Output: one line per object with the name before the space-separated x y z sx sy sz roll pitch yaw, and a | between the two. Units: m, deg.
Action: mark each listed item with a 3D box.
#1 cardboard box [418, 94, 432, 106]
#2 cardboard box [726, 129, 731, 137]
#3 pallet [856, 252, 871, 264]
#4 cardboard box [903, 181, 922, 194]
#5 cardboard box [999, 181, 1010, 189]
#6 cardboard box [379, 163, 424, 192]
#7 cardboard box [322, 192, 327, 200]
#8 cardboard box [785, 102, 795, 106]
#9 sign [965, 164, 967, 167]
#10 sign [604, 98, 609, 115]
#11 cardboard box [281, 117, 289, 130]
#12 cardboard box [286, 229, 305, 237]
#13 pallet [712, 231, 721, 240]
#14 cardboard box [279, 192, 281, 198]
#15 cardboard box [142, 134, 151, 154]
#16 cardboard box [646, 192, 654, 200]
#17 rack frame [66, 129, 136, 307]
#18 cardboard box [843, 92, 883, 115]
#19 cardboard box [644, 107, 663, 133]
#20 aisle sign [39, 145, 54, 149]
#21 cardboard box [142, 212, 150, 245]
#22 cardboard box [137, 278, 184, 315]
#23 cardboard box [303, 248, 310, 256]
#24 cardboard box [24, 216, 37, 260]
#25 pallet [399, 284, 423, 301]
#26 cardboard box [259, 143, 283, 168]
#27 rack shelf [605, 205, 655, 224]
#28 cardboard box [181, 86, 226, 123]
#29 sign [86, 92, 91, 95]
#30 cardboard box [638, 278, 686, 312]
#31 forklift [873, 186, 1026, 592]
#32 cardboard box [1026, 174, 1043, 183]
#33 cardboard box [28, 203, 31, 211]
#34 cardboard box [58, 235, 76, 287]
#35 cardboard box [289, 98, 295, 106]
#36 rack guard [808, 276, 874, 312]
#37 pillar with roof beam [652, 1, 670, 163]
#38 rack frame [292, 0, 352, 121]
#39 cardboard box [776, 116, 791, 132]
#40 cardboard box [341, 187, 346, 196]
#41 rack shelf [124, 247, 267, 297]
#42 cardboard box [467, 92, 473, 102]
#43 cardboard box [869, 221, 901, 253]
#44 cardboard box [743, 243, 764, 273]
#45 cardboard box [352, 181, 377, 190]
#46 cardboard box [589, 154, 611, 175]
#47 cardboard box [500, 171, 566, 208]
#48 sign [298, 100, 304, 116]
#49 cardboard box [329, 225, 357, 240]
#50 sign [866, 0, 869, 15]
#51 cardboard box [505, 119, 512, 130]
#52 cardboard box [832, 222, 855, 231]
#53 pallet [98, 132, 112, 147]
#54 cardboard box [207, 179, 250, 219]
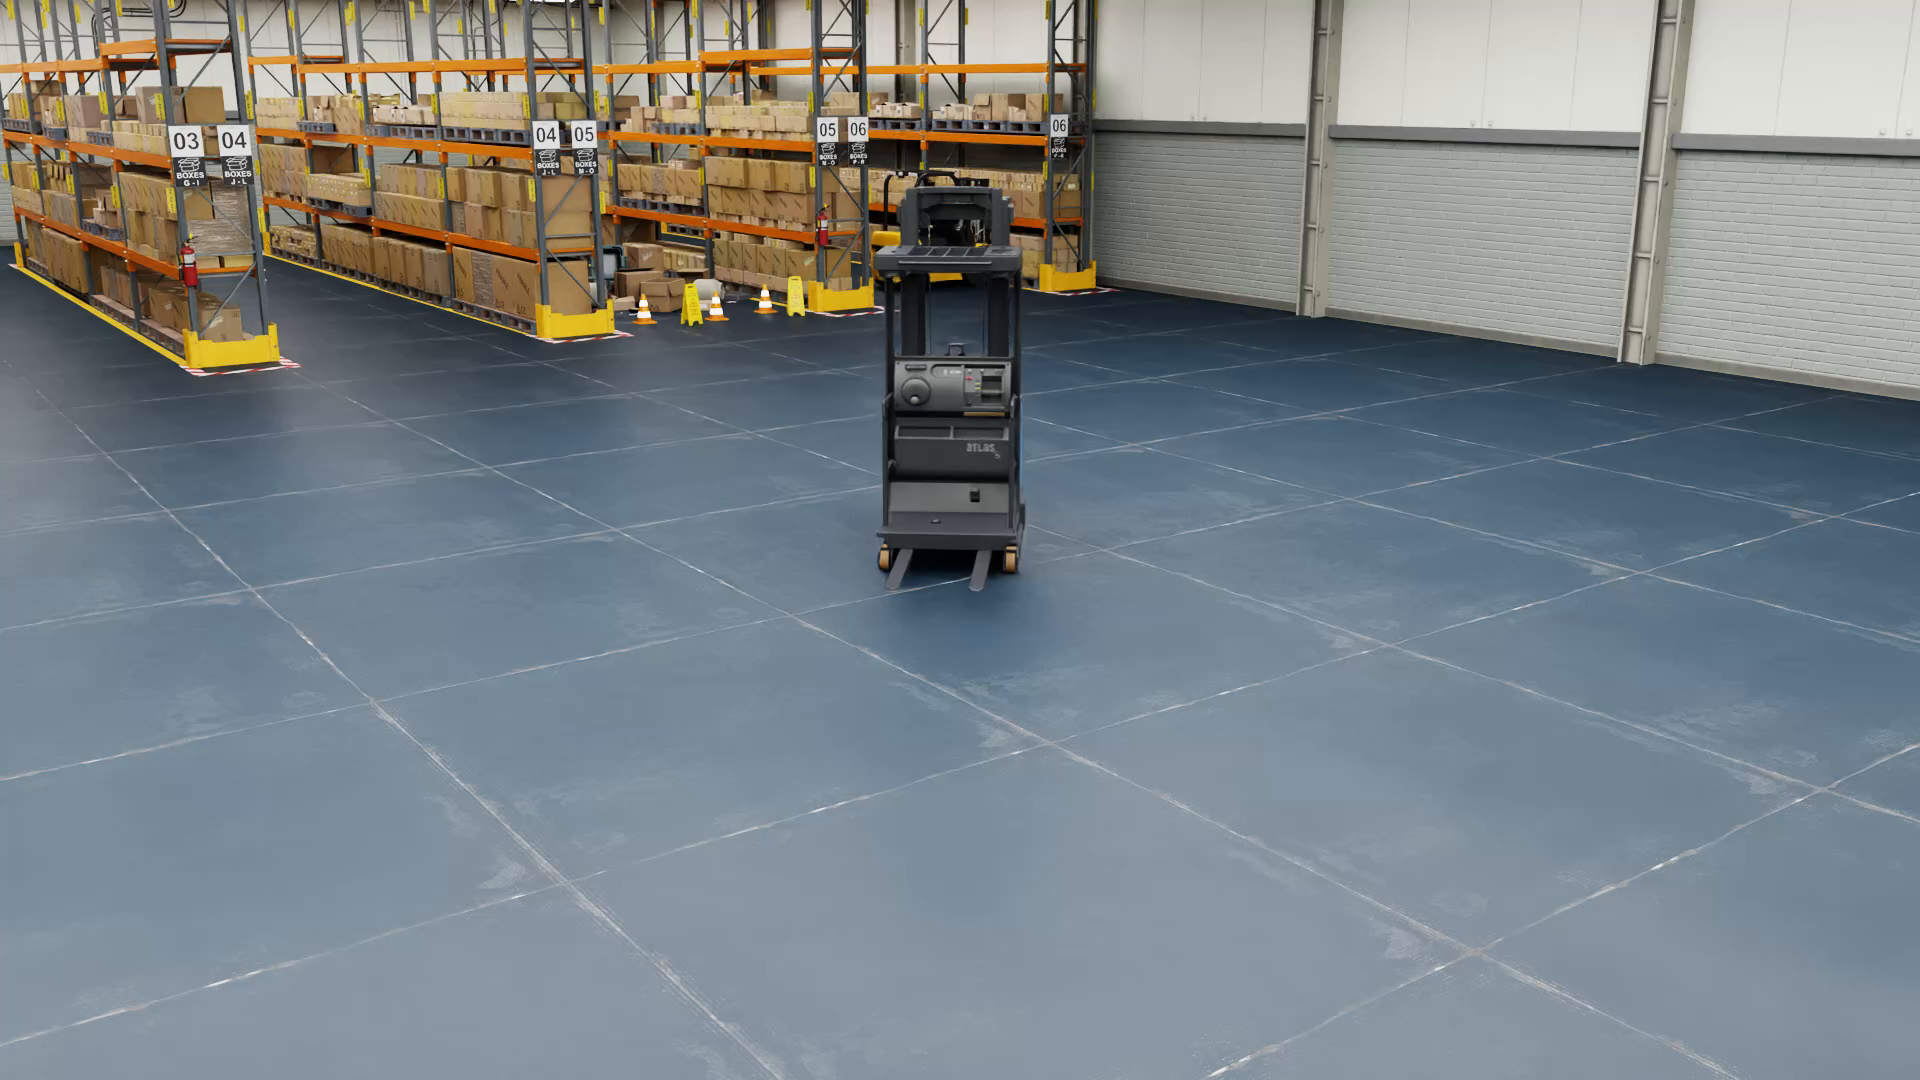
cardboard box | -9.396 -7.756 29.877 0.500 0.500 0.500 -11 19 -35
cardboard box | -4.020 -7.395 30.205 0.380 0.149 0.250 -11 19 -34
pallet | -1.522 -6.112 36.008 1.003 0.211 1.213 -11 19 -35
cardboard box | -0.831 -7.279 34.327 0.500 0.250 0.500 -11 19 -36
cardboard box | 0.977 -6.802 31.828 0.380 0.149 0.250 -12 19 -36
cardboard box | -10.389 -6.771 31.051 0.700 0.500 0.500 -11 19 -35
cardboard box | -12.529 -6.898 33.277 0.380 0.149 0.250 -12 19 -37
cardboard box | -3.742 -9.861 37.705 0.380 0.149 0.250 -11 19 -36
sign | 0.112 -7.587 34.326 0.100 0.325 0.005 -11 19 -35
sign | -7.154 -8.778 33.655 0.100 0.325 0.005 -11 19 -35
cardboard box | -14.087 -8.847 35.318 0.500 0.250 0.500 -11 19 -35
cardboard box | -14.526 -6.718 36.419 0.380 0.149 0.250 -11 19 -34
pallet | -5.443 -7.555 41.281 1.003 0.211 1.213 -11 19 -35
cardboard box | -14.862 -7.658 36.848 0.380 0.149 0.250 -10 18 -32
cardboard box | -11.092 -5.537 23.225 0.500 0.250 0.500 -10 18 -33
cardboard box | -6.047 -6.879 33.207 0.380 0.149 0.250 -10 18 -31
rack frame | -14.716 -5.590 28.818 1.000 3.000 0.127 -11 19 -35
cardboard box | -2.081 -9.360 35.738 0.700 0.500 0.500 -11 19 -36
cardboard box | -5.781 -8.303 32.854 0.797 0.503 0.637 -11 19 -35
aisle sign | -19.220 -8.614 34.942 0.394 0.787 0.004 -11 19 -35
cardboard box | -11.509 -4.618 24.515 0.875 0.500 0.500 -11 19 -35
cardboard box | -12.708 -3.877 26.460 0.700 0.500 0.500 -13 20 -39
cardboard box | -13.796 -6.166 35.526 0.380 0.149 0.250 -12 19 -36
cardboard box | -18.979 -6.352 34.830 0.875 0.875 0.875 -11 19 -35
pallet | -9.529 -4.553 30.311 1.003 0.211 1.213 -11 19 -35
cardboard box | -15.300 -8.583 37.108 0.500 0.500 0.500 -11 19 -35
rack shelf | -7.876 -7.208 36.093 1.077 0.370 4.000 -11 19 -35
cardboard box | -10.667 -6.120 23.373 0.500 0.500 0.500 -11 19 -35
sign | -16.635 -8.378 31.748 0.100 0.325 0.005 -11 19 -35
cardboard box | -5.077 -4.198 28.461 0.637 0.503 0.797 4 16 13
forklift | -0.073 -1.240 13.056 1.130 2.935 3.031 1 15 4
cardboard box | 1.465 -6.787 31.211 0.380 0.149 0.250 -11 19 -34
cardboard box | -18.269 -6.612 33.026 0.380 0.149 0.250 -11 19 -35
cardboard box | -15.623 -5.110 30.293 1.225 0.875 0.875 -11 19 -34
cardboard box | -13.743 -9.125 34.634 0.380 0.149 0.250 -11 19 -35
rack guard | -2.041 -4.230 28.586 1.175 0.500 0.348 -11 19 -35
pillar with roof beam | -11.730 -12.549 42.879 9.100 9.000 0.400 -11 19 -35
rack frame | -12.997 -10.086 33.881 1.000 3.000 0.127 -11 19 -35
cardboard box | -2.799 -7.115 28.428 0.500 0.250 0.500 -11 19 -35
cardboard box | -11.766 -6.764 32.224 0.380 0.149 0.250 -11 19 -34
rack shelf | -11.189 -3.962 24.232 1.077 0.370 4.000 -11 19 -35
cardboard box | -7.605 -7.043 26.425 0.380 0.149 0.250 -11 19 -35
cardboard box | -1.545 -6.539 35.989 0.875 0.625 0.625 -12 19 -37
cardboard box | -3.592 -5.121 30.096 0.500 0.500 0.500 -10 18 -32
cardboard box | -11.304 -6.740 31.573 0.380 0.149 0.250 -12 19 -37
cardboard box | -7.524 -7.837 34.943 0.500 0.500 0.500 -10 18 -34
cardboard box | -6.745 -5.552 26.350 0.875 0.550 0.550 -11 19 -35
sign | -13.431 -8.803 33.895 0.100 0.325 0.005 -11 19 -35
cardboard box | -12.461 -6.239 33.708 0.500 0.250 0.500 -10 18 -33
sign | -1.558 -8.886 27.578 0.100 0.325 0.005 -11 19 -35
cardboard box | -6.710 -6.333 25.343 0.380 0.149 0.250 -11 19 -34
cardboard box | -2.029 -5.403 28.612 0.380 0.149 0.250 -11 19 -34
pallet | -12.641 -6.240 25.868 1.213 0.211 1.003 -11 19 -35
cardboard box | -10.116 -4.715 22.976 0.500 0.500 0.500 -11 19 -35
